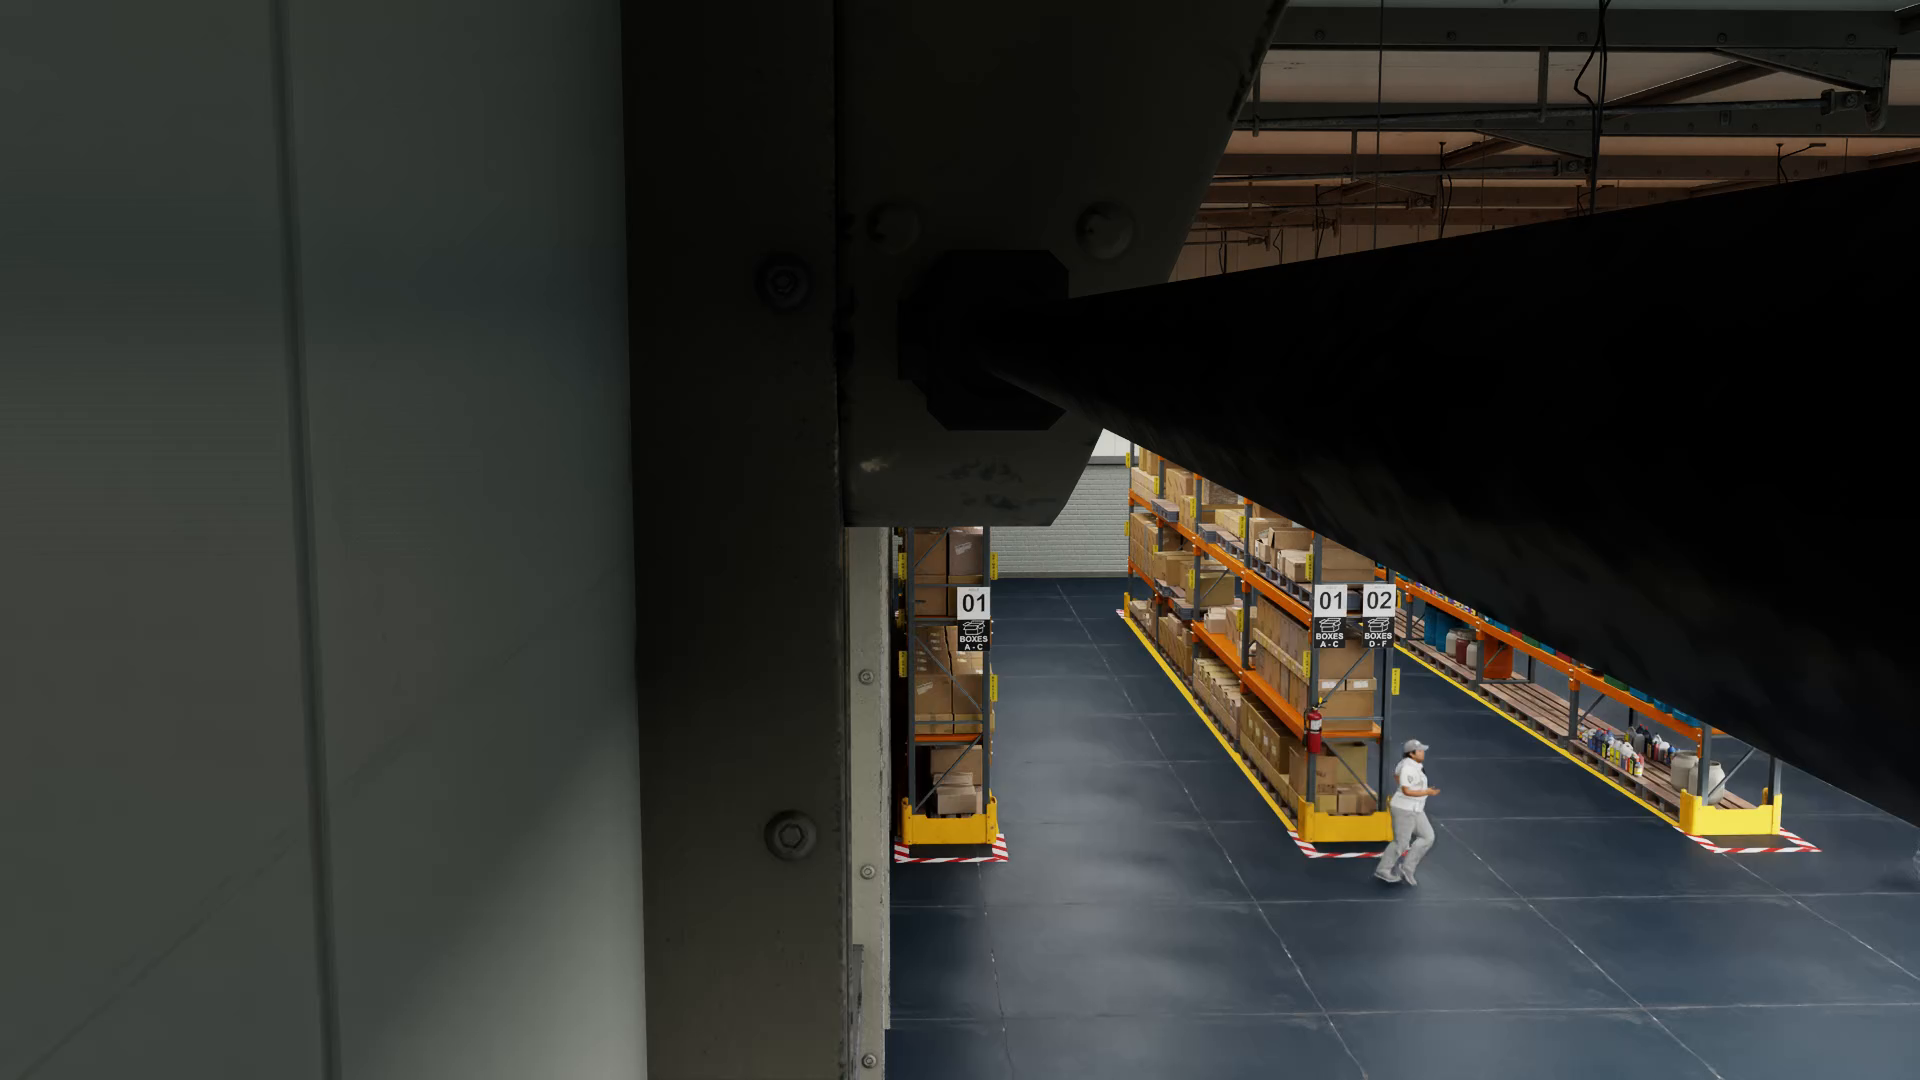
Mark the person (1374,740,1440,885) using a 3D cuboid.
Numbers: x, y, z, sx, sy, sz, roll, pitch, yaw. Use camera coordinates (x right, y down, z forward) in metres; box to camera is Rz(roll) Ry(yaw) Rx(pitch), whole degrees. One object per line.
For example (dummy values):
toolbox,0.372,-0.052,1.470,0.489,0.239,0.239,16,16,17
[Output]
person,5.133,3.112,18.974,0.682,1.696,0.605,4,8,26
